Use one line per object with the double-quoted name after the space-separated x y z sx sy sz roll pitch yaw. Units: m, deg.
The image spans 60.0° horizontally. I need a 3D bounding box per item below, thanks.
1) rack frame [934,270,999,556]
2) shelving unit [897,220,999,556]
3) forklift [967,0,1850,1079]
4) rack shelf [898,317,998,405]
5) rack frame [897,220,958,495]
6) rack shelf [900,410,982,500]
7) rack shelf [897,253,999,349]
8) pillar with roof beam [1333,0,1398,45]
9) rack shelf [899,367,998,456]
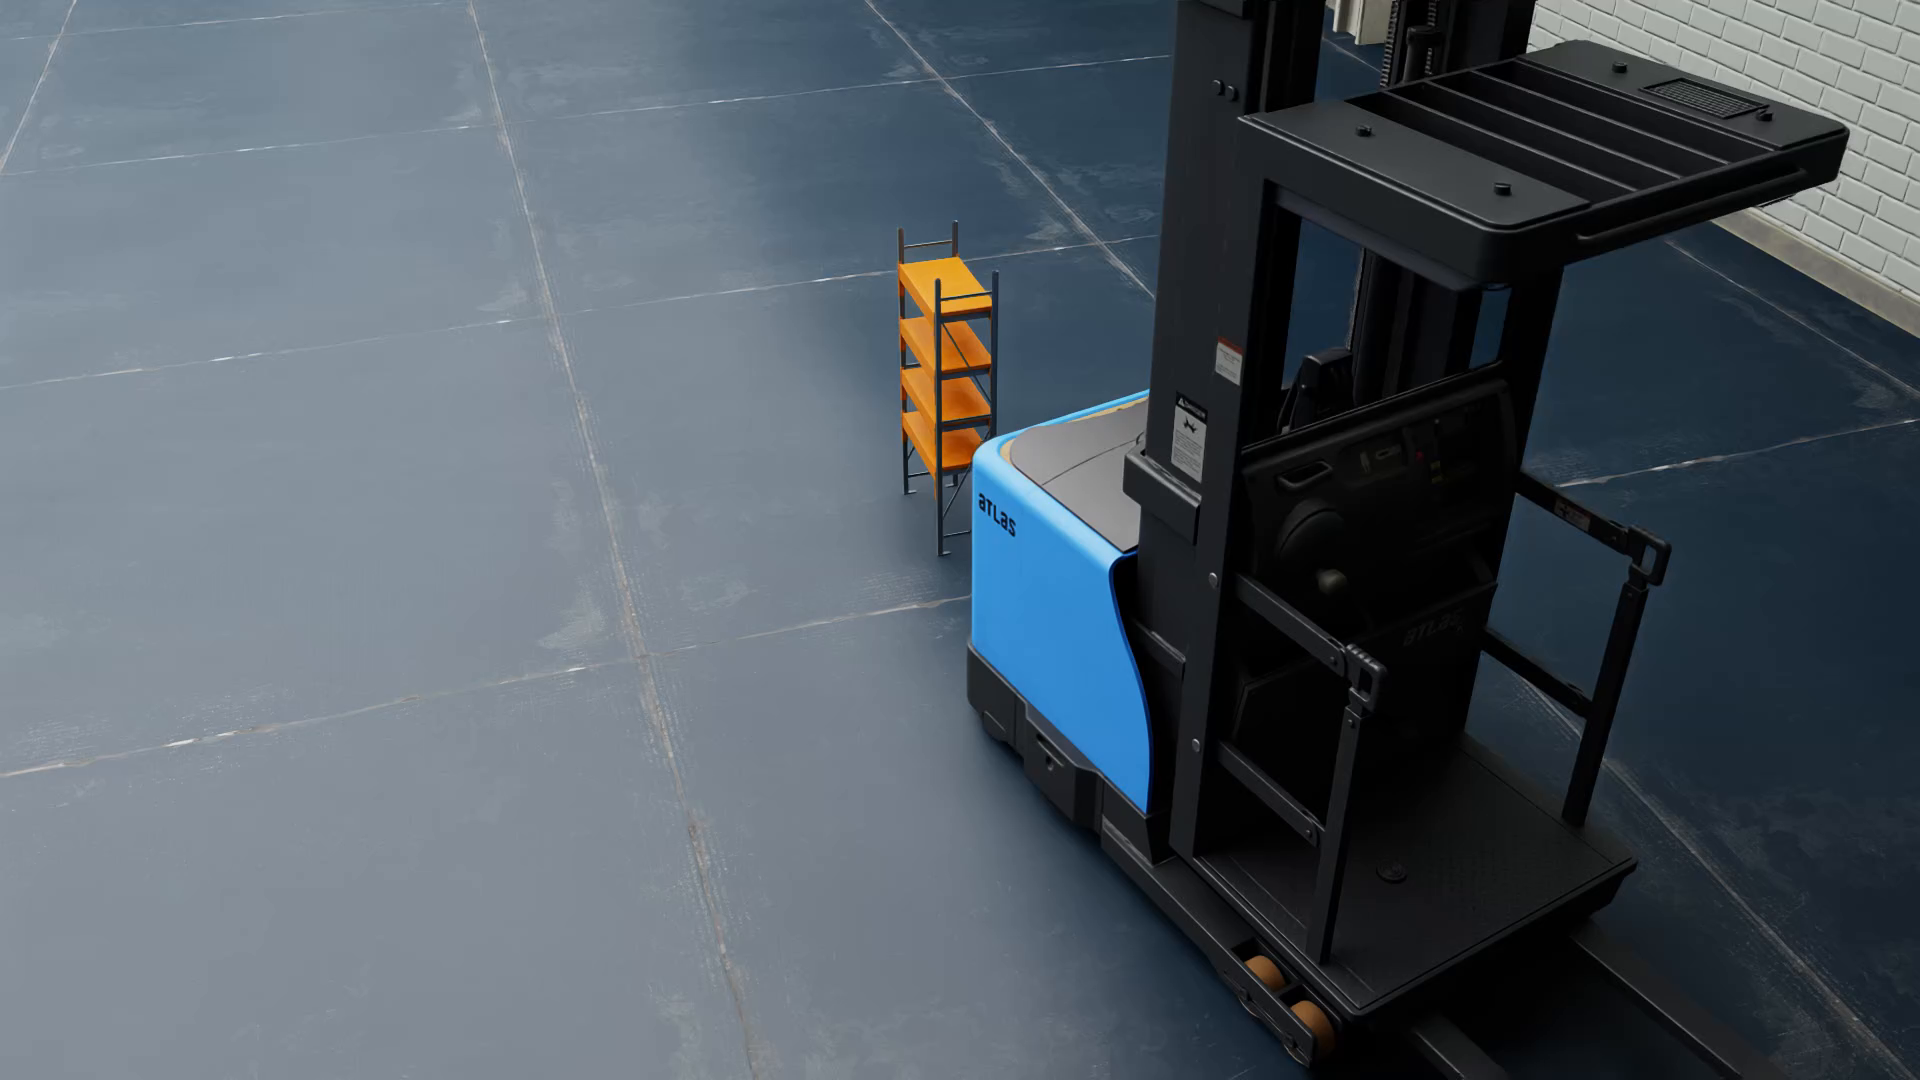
0.024 -0.459 6.357 0.240 1.200 0.015 -10 35 -15 "rack frame"
-0.051 -0.587 6.551 0.258 1.200 0.503 -10 35 -15 "shelving unit"
1.227 -0.082 4.216 1.130 2.935 3.031 -19 38 -26 "forklift"
-0.051 -0.718 6.465 0.258 0.148 0.480 -10 35 -15 "rack shelf"
-0.125 -0.716 6.745 0.240 1.200 0.015 -10 35 -15 "rack frame"
-0.051 -0.366 6.697 0.258 0.148 0.480 -10 35 -15 "rack shelf"
-0.051 -0.915 6.334 0.258 0.148 0.480 -10 35 -15 "rack shelf"
-1.073 -6.816 8.902 9.100 9.000 0.400 -10 35 -15 "pillar with roof beam"
-0.051 -0.531 6.588 0.258 0.148 0.480 -10 35 -15 "rack shelf"
